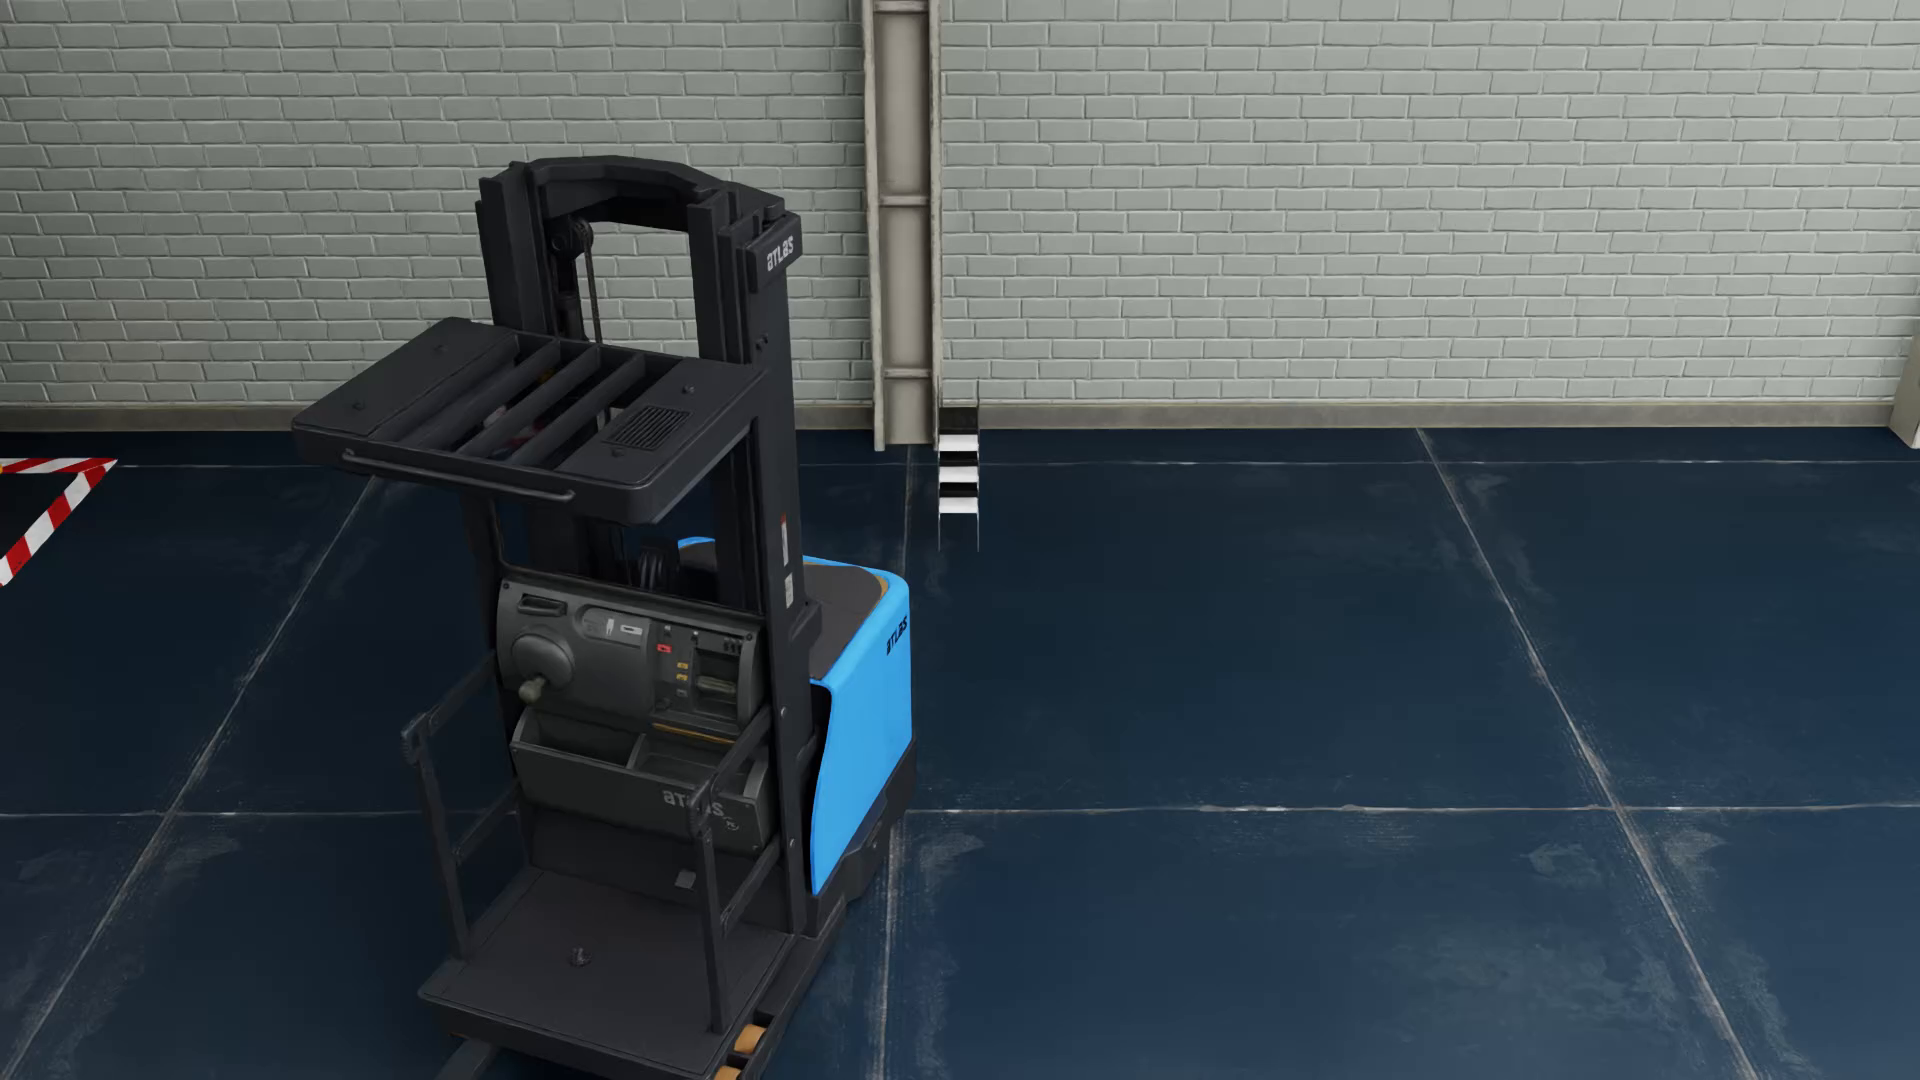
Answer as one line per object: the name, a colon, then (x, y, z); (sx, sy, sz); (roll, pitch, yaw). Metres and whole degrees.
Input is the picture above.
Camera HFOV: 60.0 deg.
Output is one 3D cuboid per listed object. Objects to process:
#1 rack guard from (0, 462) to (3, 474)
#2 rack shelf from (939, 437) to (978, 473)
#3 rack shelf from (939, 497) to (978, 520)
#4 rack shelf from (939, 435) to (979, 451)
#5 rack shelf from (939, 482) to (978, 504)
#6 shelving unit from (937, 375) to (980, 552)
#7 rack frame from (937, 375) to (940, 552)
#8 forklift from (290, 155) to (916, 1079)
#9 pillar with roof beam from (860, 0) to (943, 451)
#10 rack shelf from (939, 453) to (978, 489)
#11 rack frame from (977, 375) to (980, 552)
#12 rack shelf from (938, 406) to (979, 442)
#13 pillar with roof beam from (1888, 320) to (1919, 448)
rack guard: (-5.571, -0.324, 8.803); (0.348, 0.500, 1.175); (0, 31, 0)
rack shelf: (-0.008, -0.433, 8.487); (0.200, 0.077, 0.258); (0, 31, 0)
rack shelf: (-0.008, -0.202, 8.627); (0.200, 0.077, 0.258); (0, 31, 0)
rack shelf: (-0.008, -0.510, 8.440); (0.200, 0.077, 0.258); (0, 31, 0)
rack shelf: (-0.008, -0.279, 8.581); (0.200, 0.077, 0.258); (0, 31, 0)
shelving unit: (-0.008, -0.385, 8.517); (0.210, 0.900, 0.258); (0, 31, 0)
rack frame: (-0.110, -0.384, 8.516); (0.006, 0.900, 0.240); (0, 31, 0)
forklift: (-1.153, 0.435, 5.208); (1.130, 2.935, 3.031); (10, 33, 17)
pillar with roof beam: (-0.271, -2.209, 3.715); (0.400, 9.000, 9.100); (0, 31, 0)
rack shelf: (-0.008, -0.356, 8.534); (0.200, 0.077, 0.258); (0, 31, 0)
rack frame: (0.094, -0.385, 8.517); (0.006, 0.900, 0.240); (0, 31, 0)
rack shelf: (-0.008, -0.587, 8.394); (0.200, 0.077, 0.258); (0, 31, 0)
pillar with roof beam: (5.729, -2.228, 3.746); (0.400, 9.000, 9.100); (0, 31, 0)
